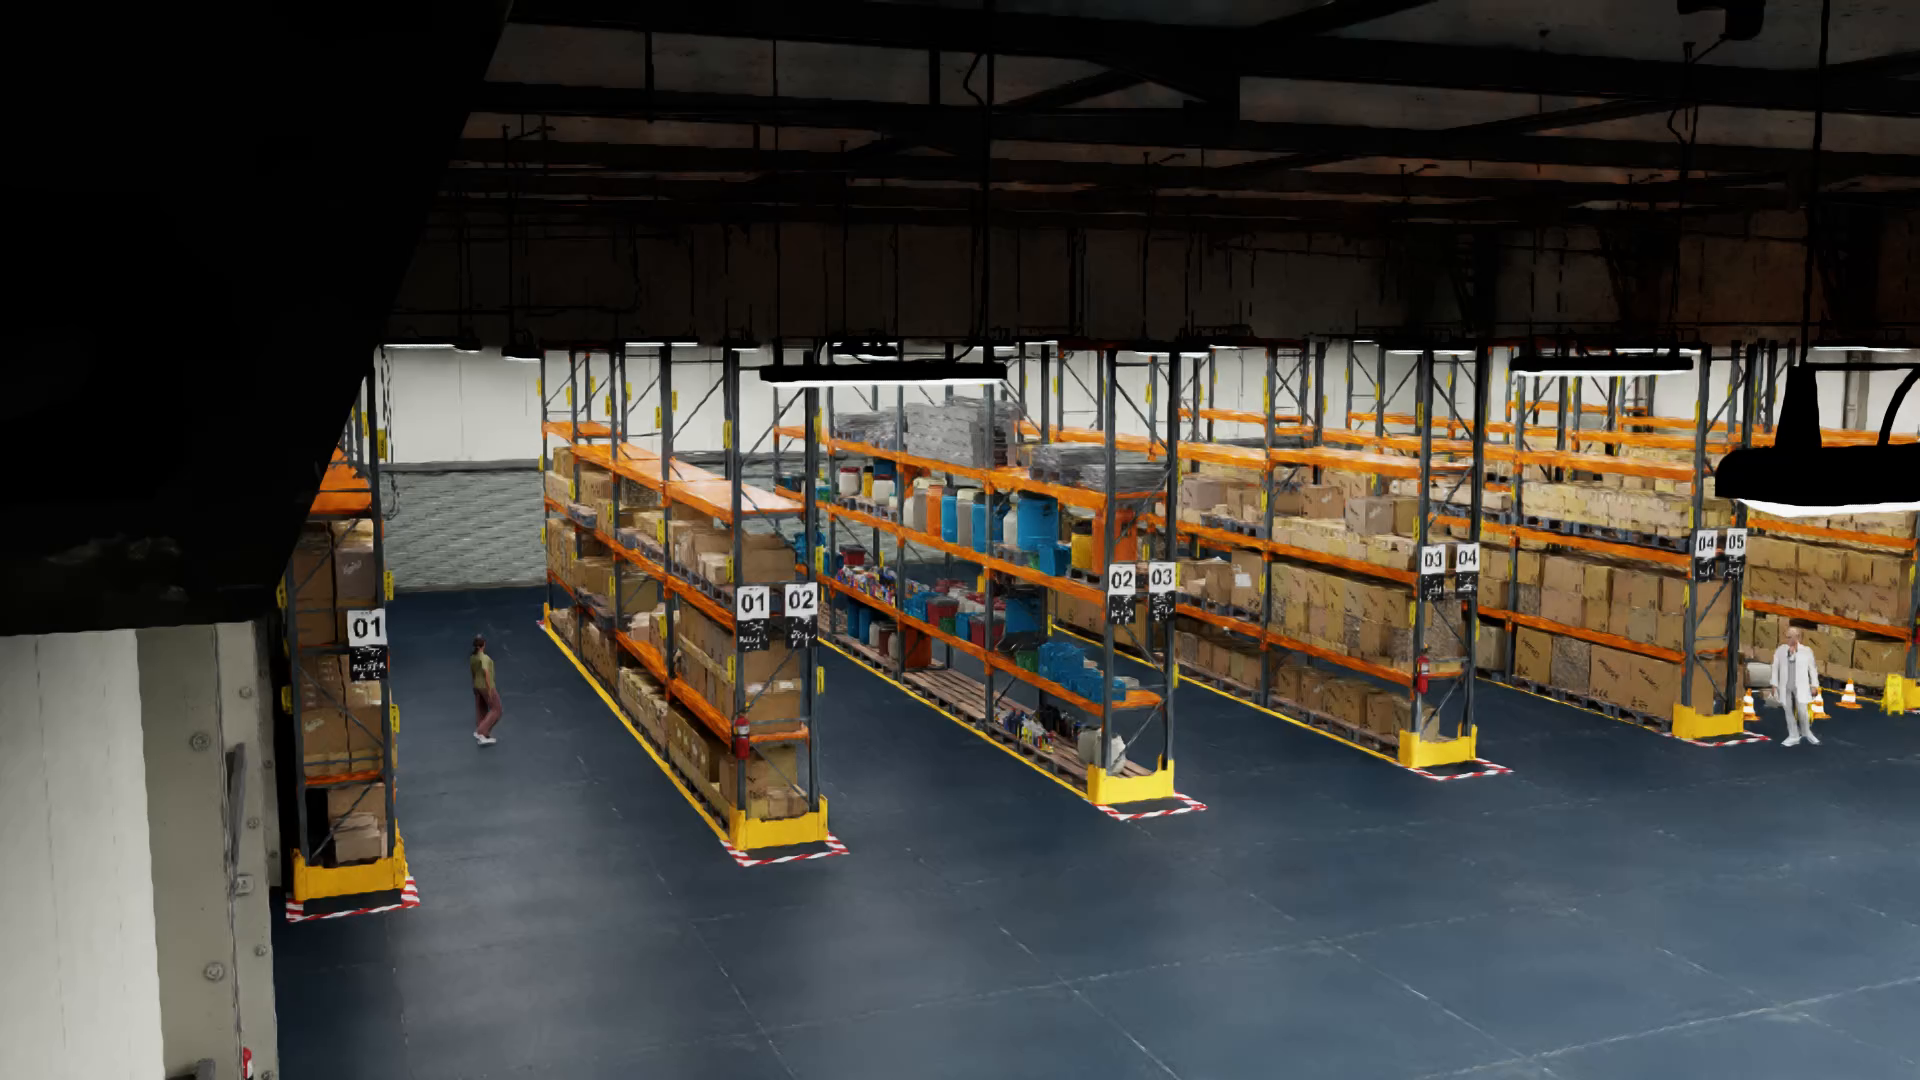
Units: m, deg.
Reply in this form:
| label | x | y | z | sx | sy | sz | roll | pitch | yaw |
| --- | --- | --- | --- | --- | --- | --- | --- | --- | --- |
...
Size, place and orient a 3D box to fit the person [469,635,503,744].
| label | x | y | z | sx | sy | sz | roll | pitch | yaw |
| --- | --- | --- | --- | --- | --- | --- | --- | --- | --- |
| person | -7.172 | 2.258 | 25.009 | 0.503 | 1.670 | 0.432 | 6 | 10 | 41 |

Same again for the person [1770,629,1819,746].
| label | x | y | z | sx | sy | sz | roll | pitch | yaw |
| --- | --- | --- | --- | --- | --- | --- | --- | --- | --- |
| person | 12.535 | 2.210 | 24.935 | 0.711 | 1.772 | 0.503 | 6 | 10 | 41 |

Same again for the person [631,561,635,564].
| label | x | y | z | sx | sy | sz | roll | pitch | yaw |
| --- | --- | --- | --- | --- | --- | --- | --- | --- | --- |
| person | -7.795 | 0.418 | 38.741 | 0.515 | 1.761 | 0.691 | 4 | 8 | 27 |

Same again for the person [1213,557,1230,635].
| label | x | y | z | sx | sy | sz | roll | pitch | yaw |
| --- | --- | --- | --- | --- | --- | --- | --- | --- | --- |
| person | 5.091 | 1.169 | 33.105 | 0.553 | 1.709 | 1.123 | -3 | 8 | -19 |

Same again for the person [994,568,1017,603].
| label | x | y | z | sx | sy | sz | roll | pitch | yaw |
| --- | --- | --- | --- | --- | --- | --- | --- | --- | --- |
| person | 0.904 | 0.943 | 35.223 | 0.748 | 1.646 | 0.741 | -2 | 8 | -17 |
